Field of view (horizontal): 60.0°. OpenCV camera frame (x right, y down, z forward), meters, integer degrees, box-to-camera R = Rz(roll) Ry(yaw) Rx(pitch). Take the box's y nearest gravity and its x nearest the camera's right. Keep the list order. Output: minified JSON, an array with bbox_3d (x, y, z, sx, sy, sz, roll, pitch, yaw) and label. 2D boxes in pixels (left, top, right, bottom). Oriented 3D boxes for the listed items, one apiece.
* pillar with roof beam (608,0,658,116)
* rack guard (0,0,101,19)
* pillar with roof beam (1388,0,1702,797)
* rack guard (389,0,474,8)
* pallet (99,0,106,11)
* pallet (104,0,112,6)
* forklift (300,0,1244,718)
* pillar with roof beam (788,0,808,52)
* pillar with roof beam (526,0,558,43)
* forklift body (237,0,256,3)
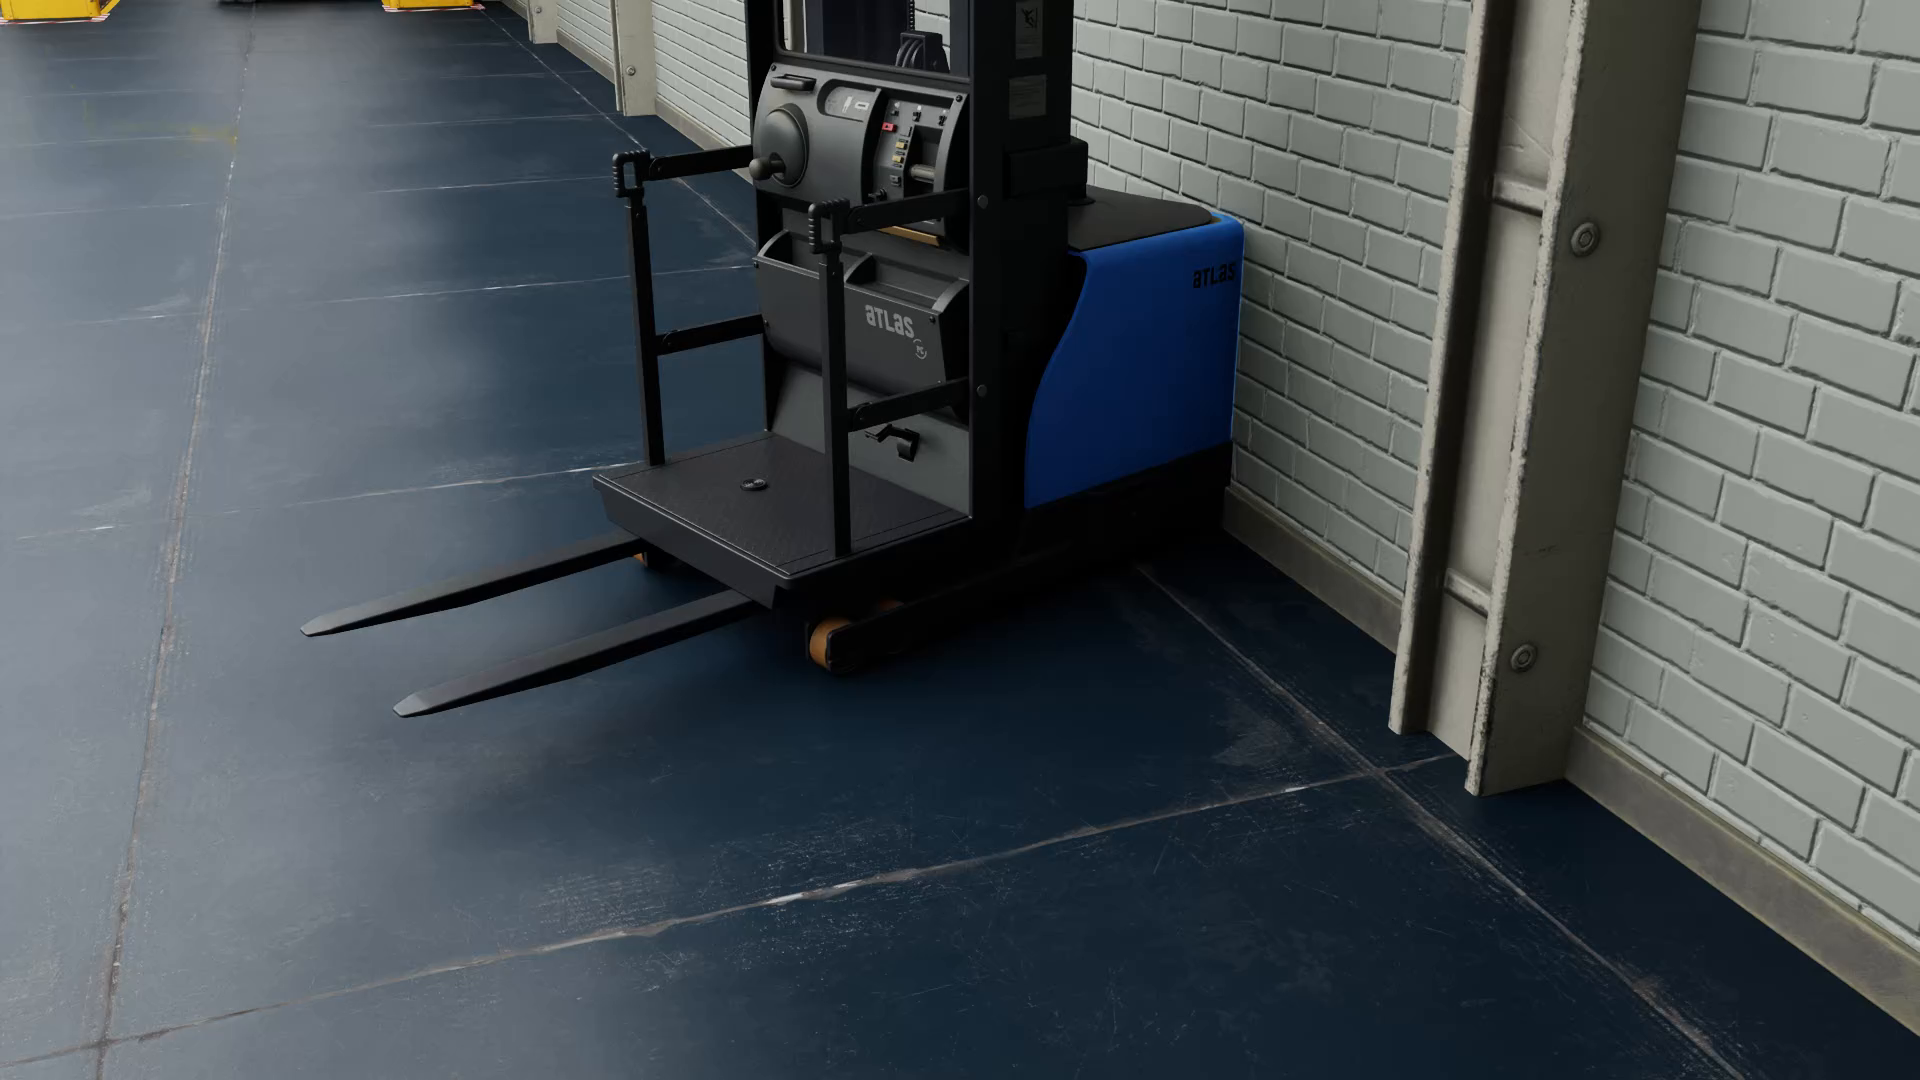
[{"bbox_3d":[-6.885,-7.358,11.622,9.100,9.000,0.400,-8,24,-19],"label":"pillar with roof beam"},{"bbox_3d":[-12.364,-7.361,22.572,1.175,0.500,0.348,-8,24,-19],"label":"rack guard"},{"bbox_3d":[-2.646,-2.998,1.277,9.100,9.000,0.400,-8,24,-19],"label":"pillar with roof beam"},{"bbox_3d":[-7.686,-8.008,24.105,1.175,0.500,0.348,-8,24,-19],"label":"rack guard"},{"bbox_3d":[-12.617,-7.528,23.340,1.003,0.211,1.213,-8,24,-19],"label":"pallet"},{"bbox_3d":[-13.045,-7.971,24.390,1.003,0.211,1.213,-8,24,-19],"label":"pallet"},{"bbox_3d":[-0.469,-1.191,4.802,3.031,2.935,1.130,-19,29,-37],"label":"forklift"},{"bbox_3d":[-4.766,-5.178,6.450,9.100,9.000,0.400,-8,24,-19],"label":"pillar with roof beam"},{"bbox_3d":[-9.005,-9.538,16.795,9.100,9.000,0.400,-8,24,-19],"label":"pillar with roof beam"},{"bbox_3d":[-10.071,-9.216,24.846,2.313,2.155,1.214,-8,24,-19],"label":"forklift body"}]
